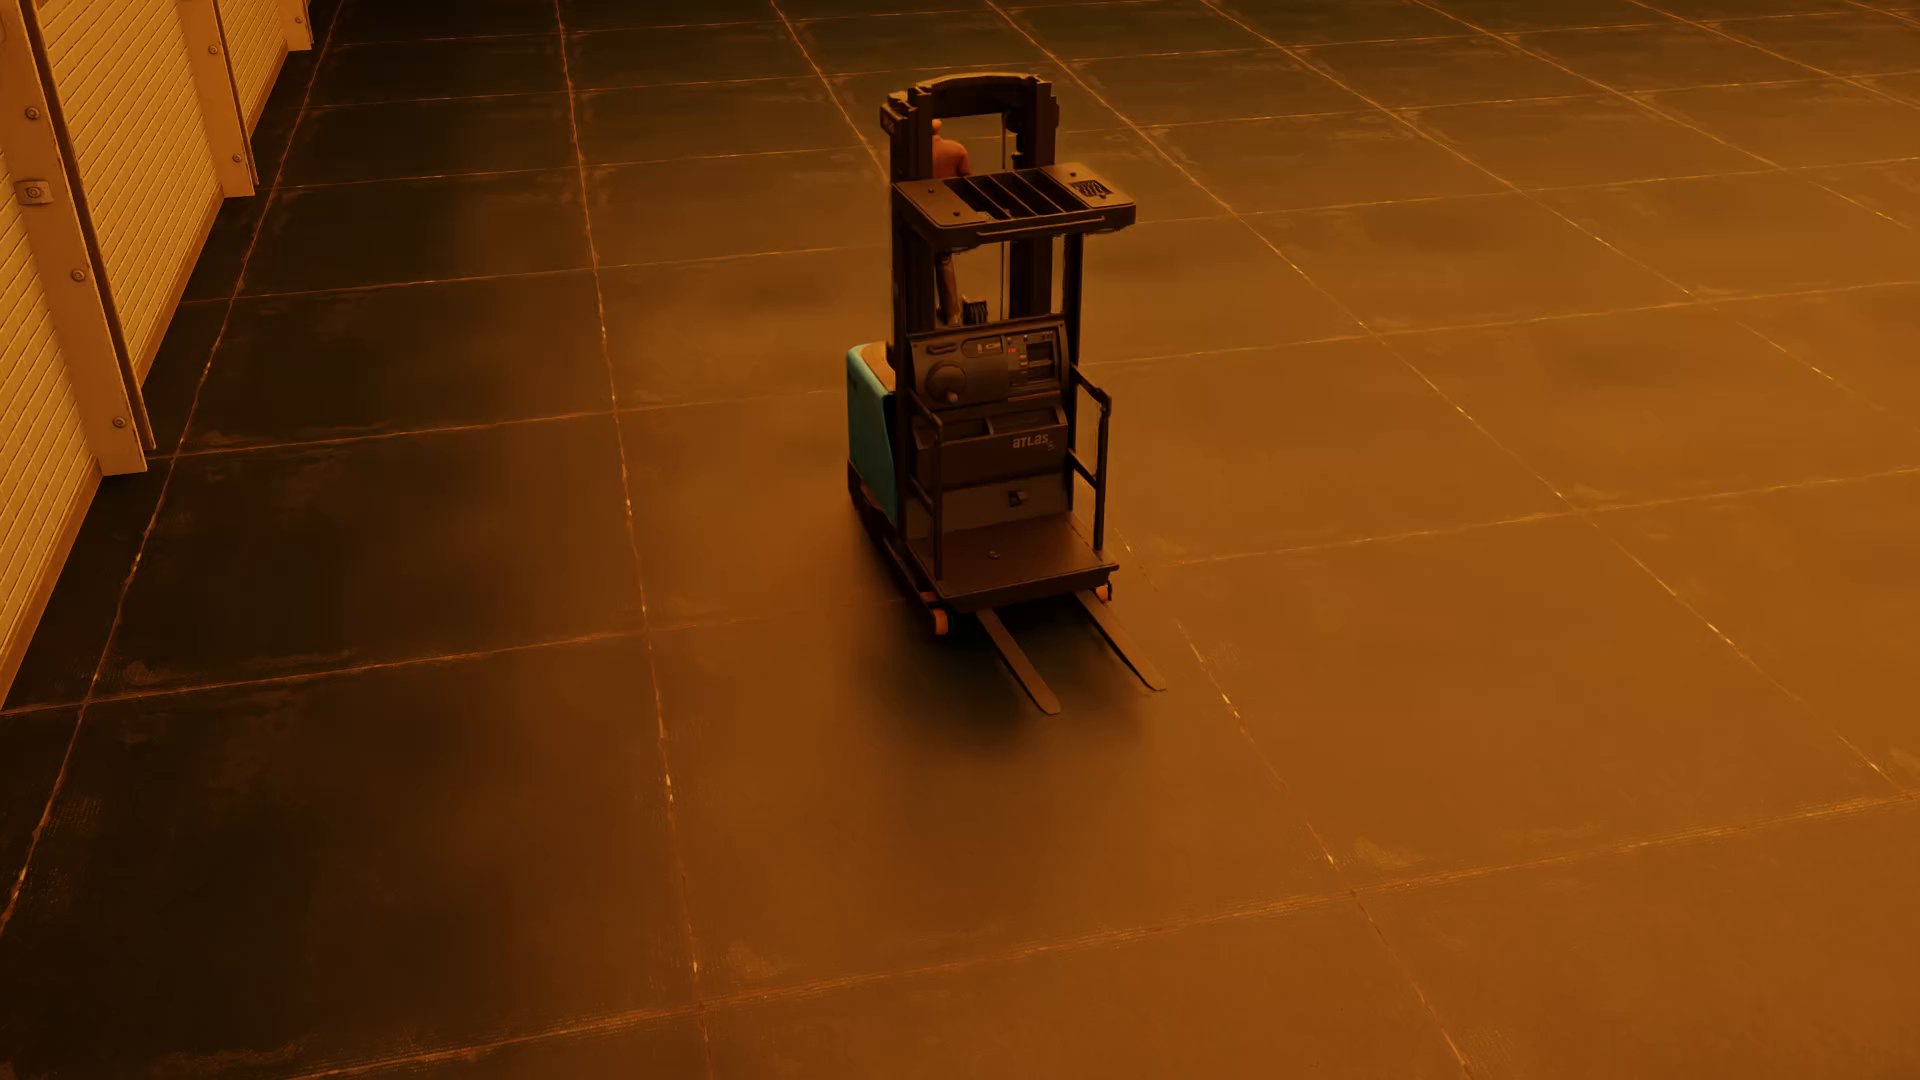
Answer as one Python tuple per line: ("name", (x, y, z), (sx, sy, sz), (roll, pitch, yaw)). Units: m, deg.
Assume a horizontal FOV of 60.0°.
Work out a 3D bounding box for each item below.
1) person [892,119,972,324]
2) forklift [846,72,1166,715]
("person", (-0.259, -2.561, 13.183), (0.681, 1.803, 0.511), (-13, 33, -22))
("forklift", (0.248, -0.950, 9.216), (1.130, 2.935, 3.031), (-10, 32, -17))
